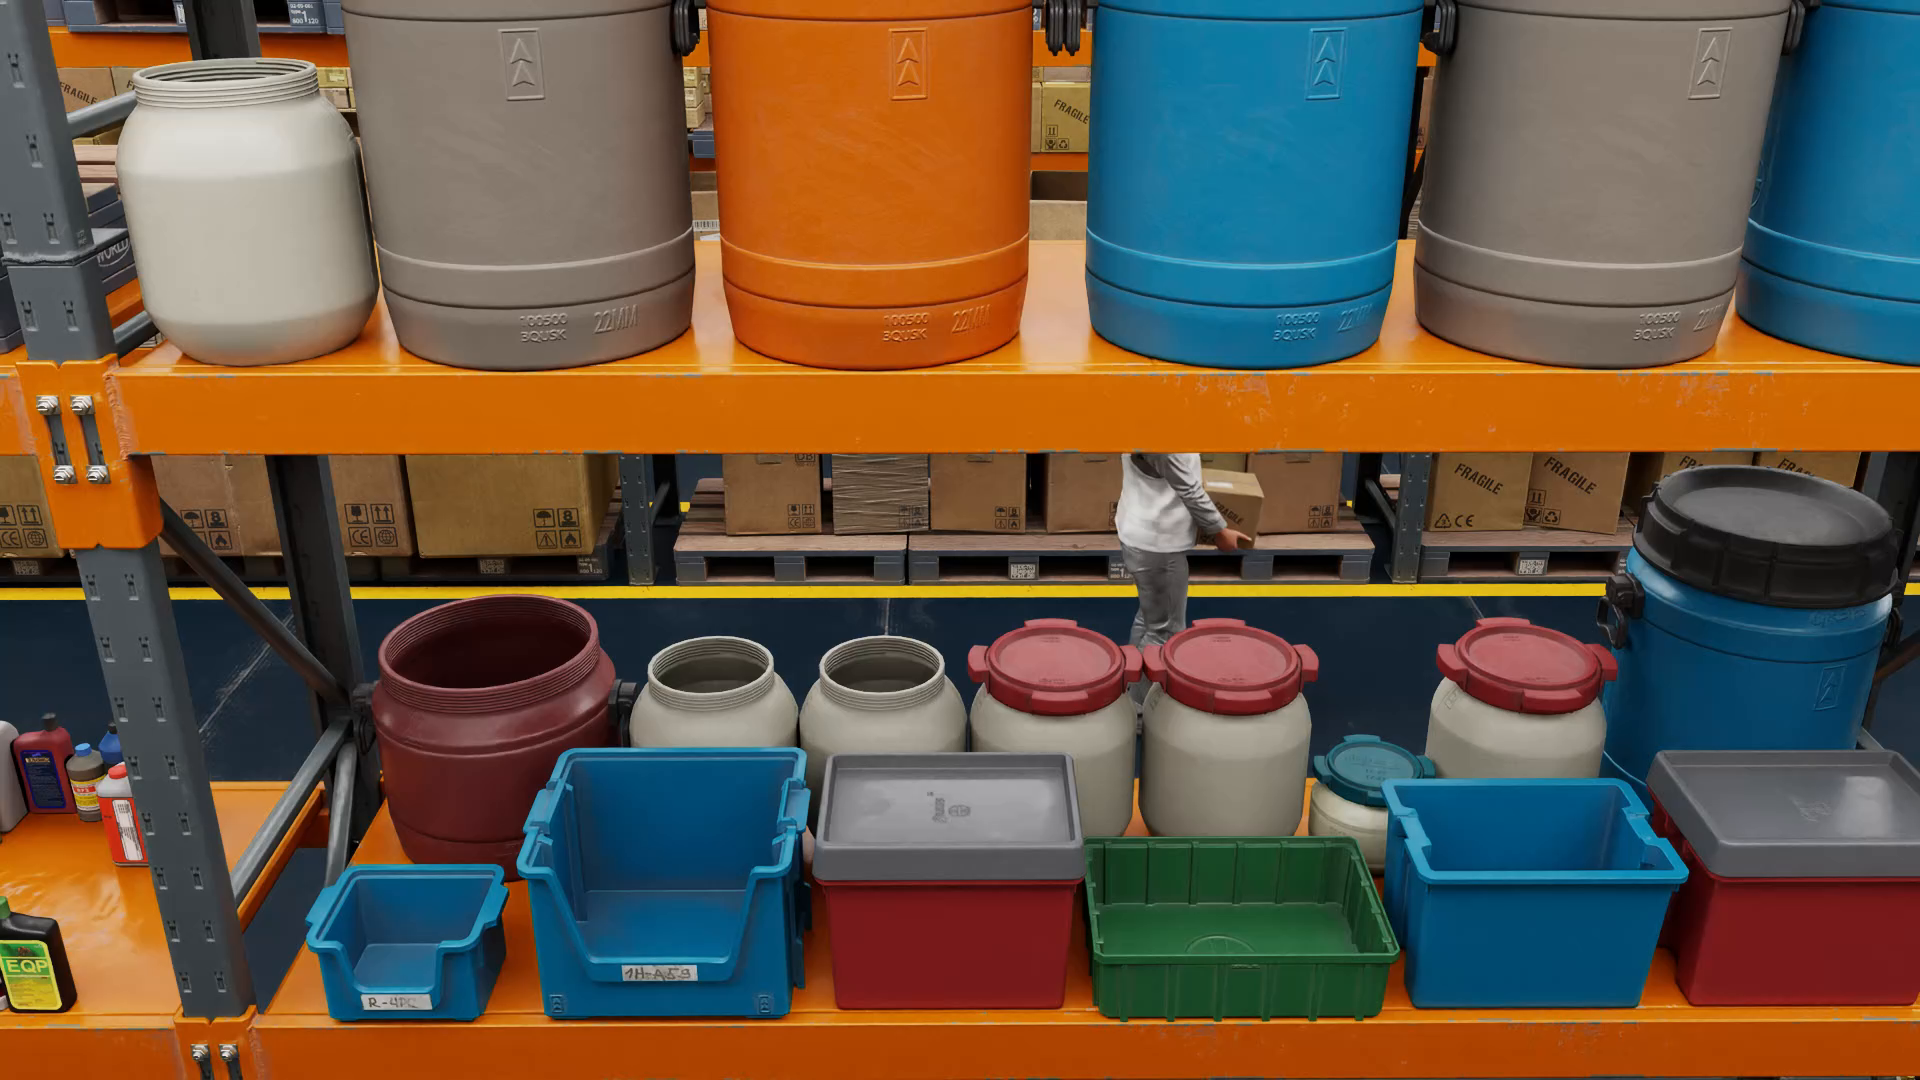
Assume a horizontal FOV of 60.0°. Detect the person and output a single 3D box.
[{"bbox_3d":[0.944,-0.019,7.121,0.554,1.767,0.494,0,24,0],"label":"person"}]
